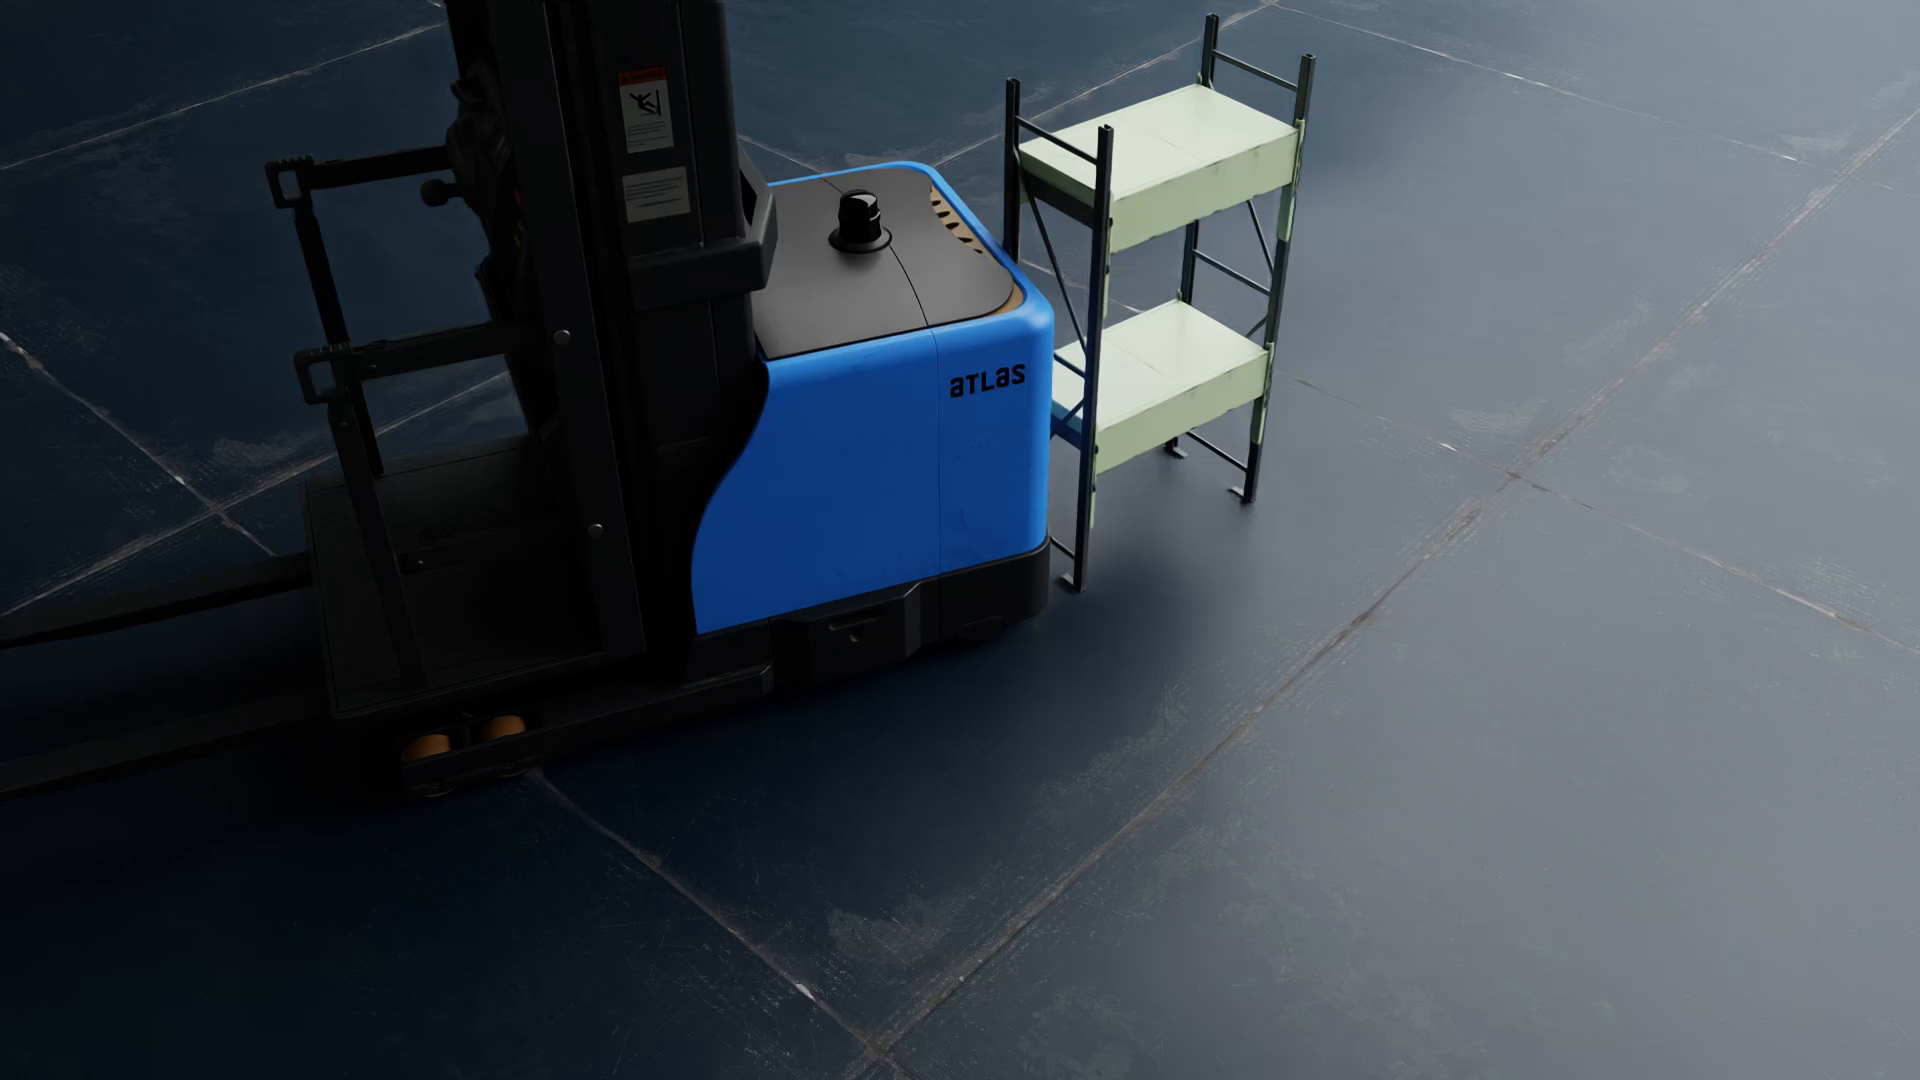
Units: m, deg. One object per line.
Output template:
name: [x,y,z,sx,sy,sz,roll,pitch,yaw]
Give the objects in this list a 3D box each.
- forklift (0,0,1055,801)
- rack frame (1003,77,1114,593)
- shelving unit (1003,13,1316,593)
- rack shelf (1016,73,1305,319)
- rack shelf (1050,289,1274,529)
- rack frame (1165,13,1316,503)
forklift: [-1.309,-0.842,3.955,3.031,2.935,1.130,-14,41,-17]
rack frame: [0.252,-0.529,4.710,0.023,1.500,0.400,-26,45,-29]
shelving unit: [0.540,-0.669,4.886,0.755,1.500,0.431,-26,45,-29]
rack shelf: [0.540,-0.974,4.643,0.720,0.370,0.431,-26,45,-29]
rack shelf: [0.540,-0.413,5.089,0.720,0.370,0.431,-26,45,-29]
rack frame: [0.829,-0.808,5.062,0.023,1.500,0.400,-26,45,-29]
